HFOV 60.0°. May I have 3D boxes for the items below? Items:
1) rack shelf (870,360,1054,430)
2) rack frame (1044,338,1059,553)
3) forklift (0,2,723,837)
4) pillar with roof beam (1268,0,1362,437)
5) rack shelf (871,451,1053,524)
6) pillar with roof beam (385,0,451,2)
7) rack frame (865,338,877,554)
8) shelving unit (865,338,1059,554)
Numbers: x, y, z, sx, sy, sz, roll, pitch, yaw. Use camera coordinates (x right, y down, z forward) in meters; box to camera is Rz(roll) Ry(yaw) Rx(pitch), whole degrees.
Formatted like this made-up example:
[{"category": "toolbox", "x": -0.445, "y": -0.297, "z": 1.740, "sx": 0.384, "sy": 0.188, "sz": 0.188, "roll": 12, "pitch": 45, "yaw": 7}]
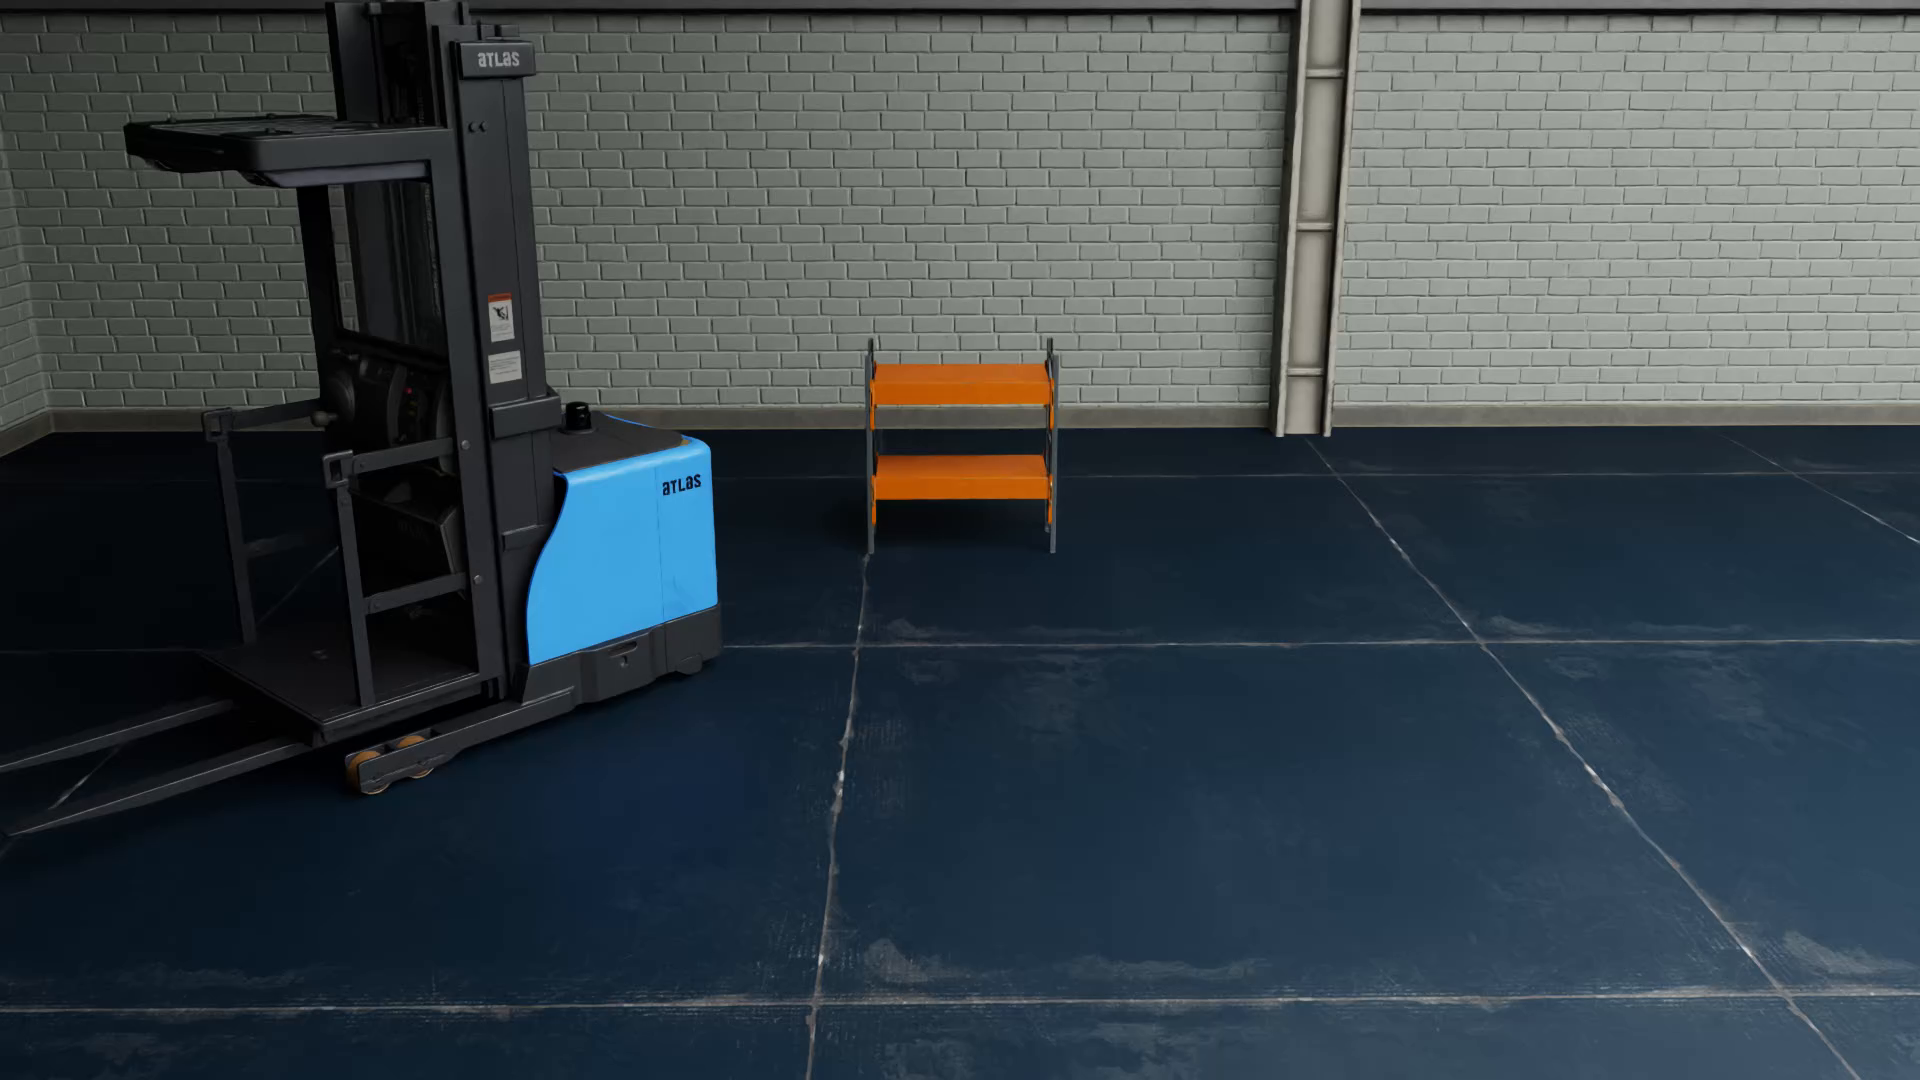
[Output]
[{"category": "rack shelf", "x": 0.007, "y": -0.814, "z": 9.286, "sx": 1.000, "sy": 0.278, "sz": 0.538, "roll": 0, "pitch": 18, "yaw": -1}, {"category": "rack frame", "x": 0.515, "y": -0.538, "z": 9.383, "sx": 0.032, "sy": 1.125, "sz": 0.500, "roll": 0, "pitch": 18, "yaw": -1}, {"category": "forklift", "x": -2.467, "y": -0.582, "z": 6.564, "sx": 1.130, "sy": 2.935, "sz": 3.031, "roll": 16, "pitch": 24, "yaw": 40}, {"category": "pillar with roof beam", "x": 2.511, "y": -3.755, "z": 6.520, "sx": 0.400, "sy": 9.000, "sz": 9.100, "roll": 0, "pitch": 18, "yaw": -1}, {"category": "rack shelf", "x": 0.007, "y": -0.303, "z": 9.451, "sx": 1.000, "sy": 0.278, "sz": 0.538, "roll": 0, "pitch": 18, "yaw": -1}, {"category": "pillar with roof beam", "x": -3.488, "y": -3.726, "z": 6.429, "sx": 0.400, "sy": 9.000, "sz": 9.100, "roll": 0, "pitch": 18, "yaw": -1}, {"category": "rack frame", "x": -0.502, "y": -0.533, "z": 9.368, "sx": 0.032, "sy": 1.125, "sz": 0.500, "roll": 0, "pitch": 18, "yaw": -1}, {"category": "shelving unit", "x": 0.007, "y": -0.536, "z": 9.376, "sx": 1.048, "sy": 1.125, "sz": 0.538, "roll": 0, "pitch": 18, "yaw": -1}]
